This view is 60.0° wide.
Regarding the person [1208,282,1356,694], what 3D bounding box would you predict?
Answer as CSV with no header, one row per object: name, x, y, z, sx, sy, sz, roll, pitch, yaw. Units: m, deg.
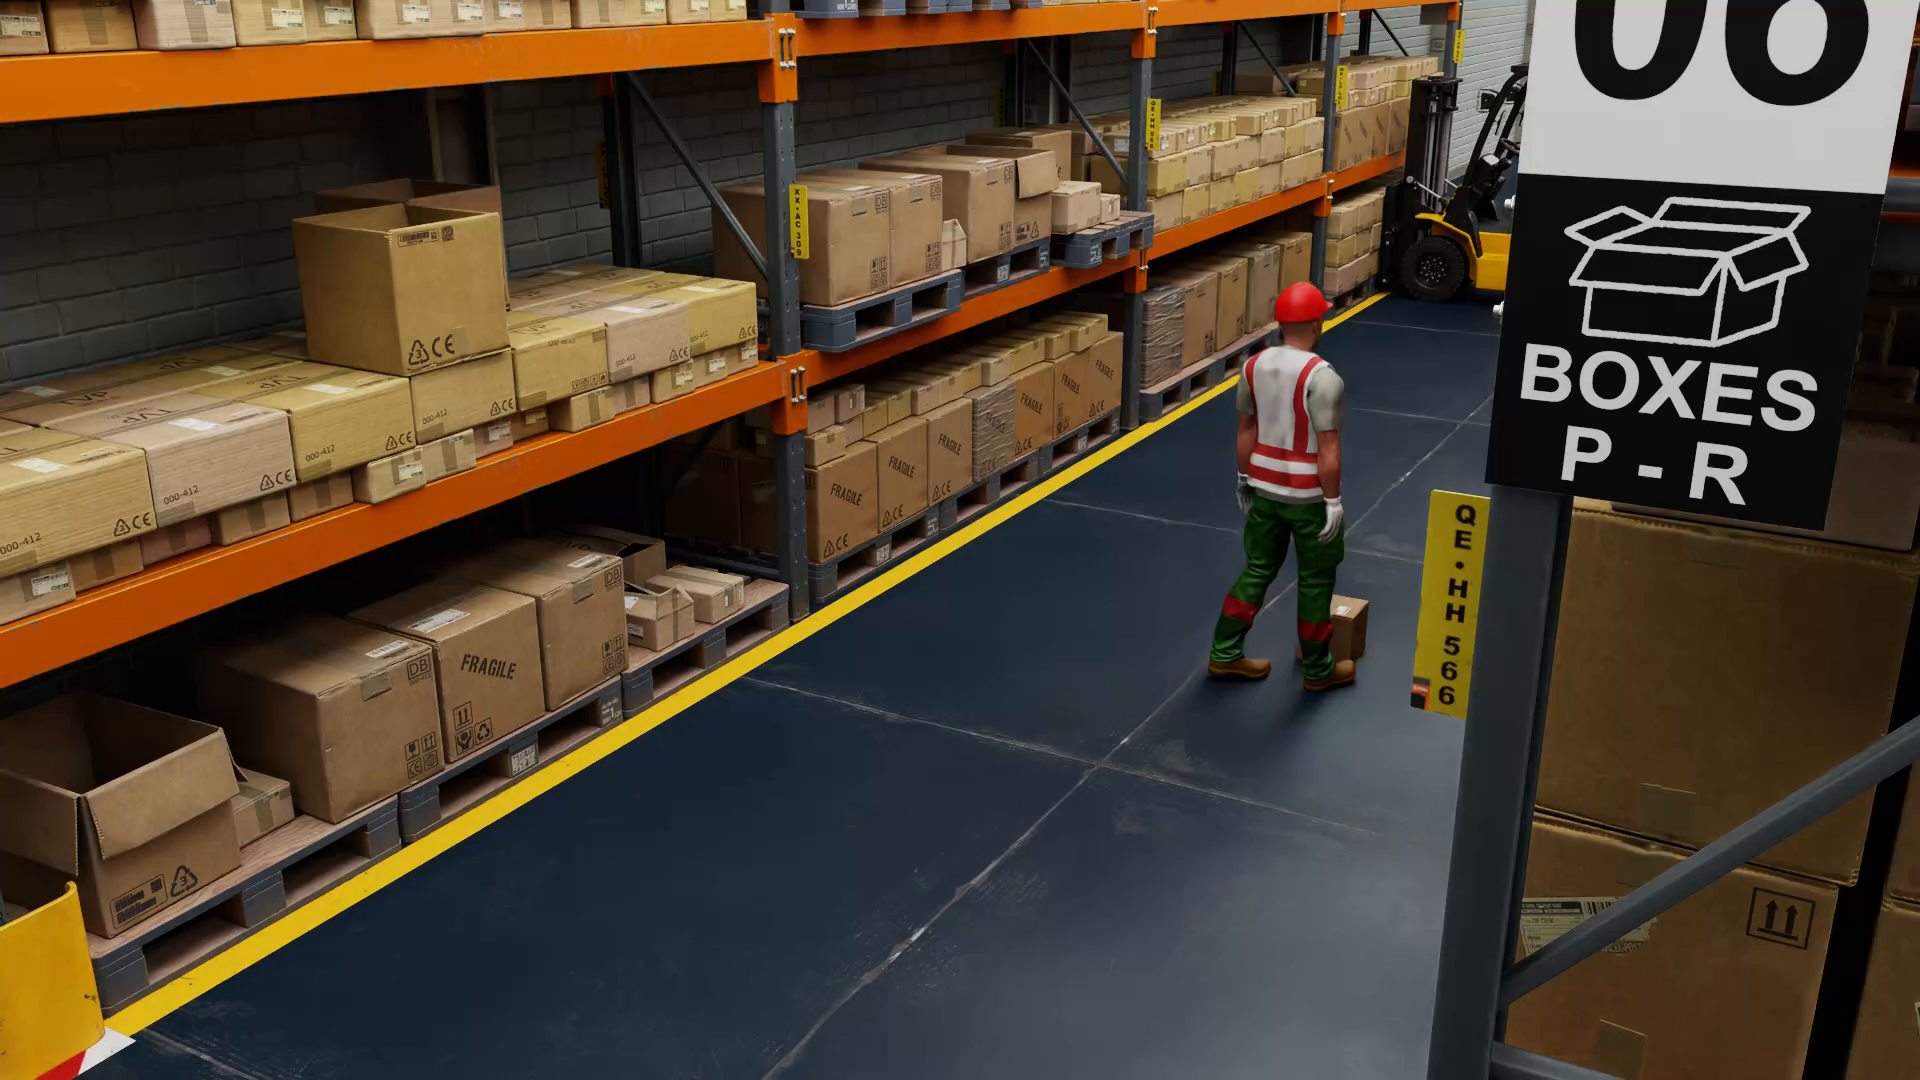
person,1.460,-0.216,7.133,0.555,1.793,0.566,-15,24,-36
